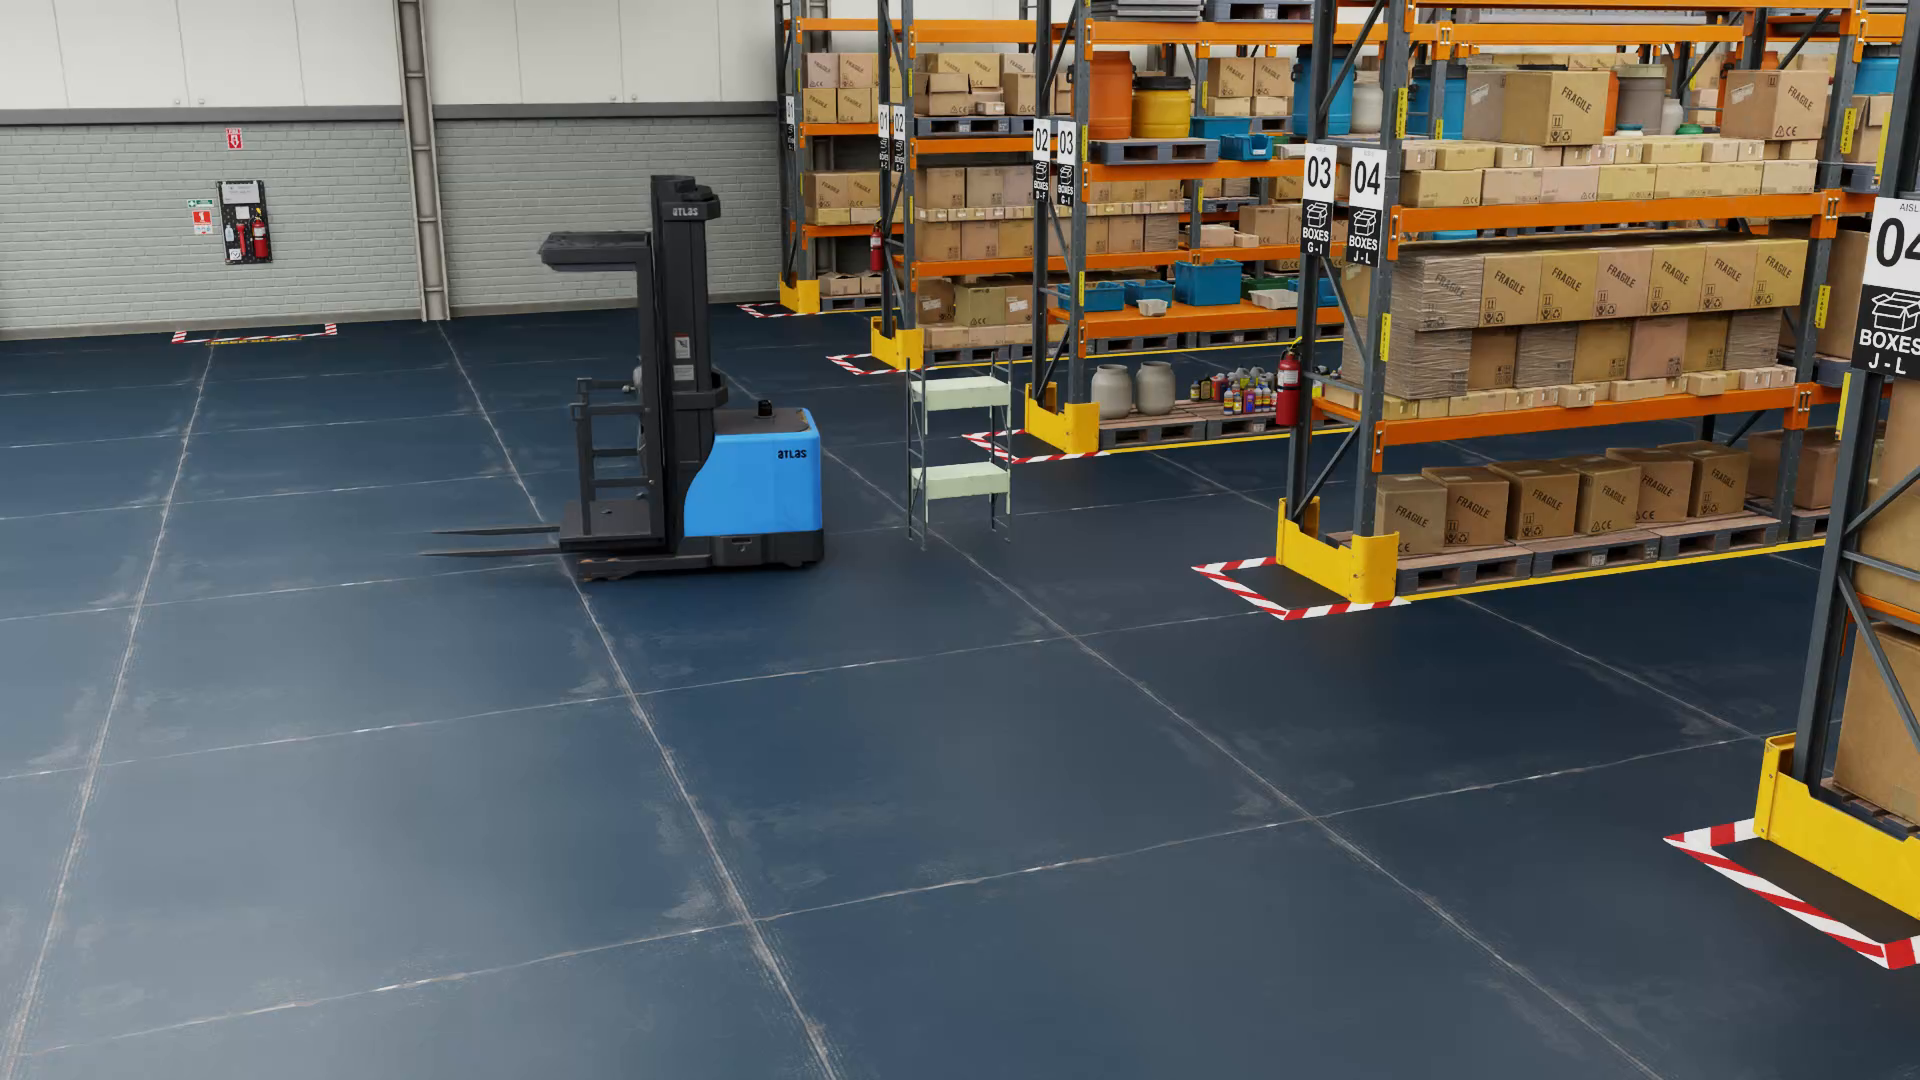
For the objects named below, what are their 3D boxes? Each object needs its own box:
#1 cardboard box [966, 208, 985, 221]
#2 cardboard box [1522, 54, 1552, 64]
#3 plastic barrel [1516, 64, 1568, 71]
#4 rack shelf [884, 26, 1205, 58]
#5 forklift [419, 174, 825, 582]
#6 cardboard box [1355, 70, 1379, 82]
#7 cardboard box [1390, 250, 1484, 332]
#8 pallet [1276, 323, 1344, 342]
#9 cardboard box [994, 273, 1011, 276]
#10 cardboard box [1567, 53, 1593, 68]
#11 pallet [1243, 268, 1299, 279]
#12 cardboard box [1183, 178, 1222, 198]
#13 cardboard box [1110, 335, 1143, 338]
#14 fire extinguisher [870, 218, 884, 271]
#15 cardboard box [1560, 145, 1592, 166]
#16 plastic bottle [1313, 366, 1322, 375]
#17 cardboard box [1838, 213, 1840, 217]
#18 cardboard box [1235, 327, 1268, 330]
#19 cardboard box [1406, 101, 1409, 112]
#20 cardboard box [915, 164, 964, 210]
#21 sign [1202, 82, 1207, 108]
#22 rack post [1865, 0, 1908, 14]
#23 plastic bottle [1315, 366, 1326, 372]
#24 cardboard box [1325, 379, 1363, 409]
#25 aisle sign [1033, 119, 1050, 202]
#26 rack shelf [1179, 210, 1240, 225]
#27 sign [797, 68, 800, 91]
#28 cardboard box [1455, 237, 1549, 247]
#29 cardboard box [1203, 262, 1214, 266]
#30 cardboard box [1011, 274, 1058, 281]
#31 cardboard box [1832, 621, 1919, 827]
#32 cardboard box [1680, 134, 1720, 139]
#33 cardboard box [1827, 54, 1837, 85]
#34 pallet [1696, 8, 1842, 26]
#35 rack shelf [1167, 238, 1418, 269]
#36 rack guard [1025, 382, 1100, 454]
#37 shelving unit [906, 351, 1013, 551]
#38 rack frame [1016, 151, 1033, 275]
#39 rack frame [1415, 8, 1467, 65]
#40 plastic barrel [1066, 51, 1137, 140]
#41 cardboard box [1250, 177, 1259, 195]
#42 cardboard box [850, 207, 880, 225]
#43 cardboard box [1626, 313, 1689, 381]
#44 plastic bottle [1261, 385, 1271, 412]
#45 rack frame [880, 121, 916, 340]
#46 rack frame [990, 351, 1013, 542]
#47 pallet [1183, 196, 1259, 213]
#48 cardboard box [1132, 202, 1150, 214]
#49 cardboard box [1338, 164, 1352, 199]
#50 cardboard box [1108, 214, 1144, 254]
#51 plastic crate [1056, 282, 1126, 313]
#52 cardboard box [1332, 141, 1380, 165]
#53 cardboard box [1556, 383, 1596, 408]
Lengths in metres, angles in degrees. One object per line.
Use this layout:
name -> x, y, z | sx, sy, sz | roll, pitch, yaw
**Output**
cardboard box -> 0.133, -4.135, 21.027 | 0.250, 0.149, 0.380 | -6, 17, -20
cardboard box -> 8.043, -6.659, 23.676 | 0.500, 0.500, 0.500 | -6, 17, -20
plastic barrel -> 6.333, -4.760, 18.272 | 0.708, 0.901, 0.600 | -6, 17, -20
rack shelf -> 1.078, -6.284, 21.012 | 4.000, 0.370, 1.077 | -6, 17, -20
forklift -> -2.616, -1.253, 12.663 | 3.031, 2.935, 1.130 | -3, 17, -10
cardboard box -> 6.791, -7.785, 28.504 | 0.500, 0.500, 0.700 | -6, 17, -20
cardboard box -> 3.363, -1.788, 11.884 | 0.500, 0.500, 0.500 | -6, 17, -20
pallet -> 4.761, -3.015, 23.490 | 1.213, 0.211, 1.003 | -6, 17, -20
cardboard box -> 0.681, -4.237, 26.950 | 0.250, 0.166, 0.380 | -9, 18, -27
cardboard box -> 10.834, -8.385, 29.518 | 0.500, 0.500, 0.500 | -7, 18, -23
pallet -> 5.668, -4.572, 28.793 | 1.213, 0.211, 1.003 | -6, 17, -20
cardboard box -> 3.957, -5.996, 27.734 | 0.500, 0.500, 0.700 | -8, 18, -25
cardboard box -> 2.120, -2.874, 22.197 | 0.500, 0.250, 0.500 | -6, 17, -20
fire extinguisher -> -1.066, -3.814, 21.399 | 0.183, 0.674, 0.296 | -6, 17, -20
cardboard box -> 4.318, -2.782, 11.982 | 0.250, 0.149, 0.380 | -7, 18, -23
plastic bottle -> 3.864, -1.770, 18.224 | 0.185, 0.351, 0.144 | -6, 17, -20
cardboard box -> 13.347, -5.232, 25.913 | 0.500, 0.500, 0.500 | -6, 17, -20
cardboard box -> 3.889, -3.053, 22.805 | 0.500, 0.250, 0.500 | -6, 17, -19
cardboard box -> 6.277, -6.055, 23.093 | 0.500, 0.250, 0.500 | -8, 18, -24
cardboard box -> -0.300, -4.460, 20.983 | 0.500, 0.500, 0.700 | -6, 17, -20
sign -> 3.146, -5.723, 21.383 | 0.005, 0.325, 0.100 | -6, 17, -20
rack post -> 10.340, -6.048, 19.110 | 0.954, 0.300, 0.937 | -4, 17, -14
plastic bottle -> 3.968, -1.788, 18.417 | 0.135, 0.276, 0.152 | -5, 17, -18
cardboard box -> 2.944, -1.096, 12.454 | 0.250, 0.149, 0.380 | -6, 17, -20
aisle sign -> 0.806, -3.755, 16.449 | 0.004, 0.787, 0.394 | -6, 17, -20
rack shelf -> 3.037, -5.303, 27.611 | 4.000, 0.370, 1.077 | -6, 17, -20
sign -> -2.371, -6.760, 24.418 | 0.005, 0.325, 0.100 | -6, 17, -20
cardboard box -> 4.109, -2.027, 12.696 | 0.500, 0.500, 0.500 | -6, 17, -20
cardboard box -> 4.251, -4.776, 28.193 | 0.500, 0.500, 0.700 | -6, 17, -19
cardboard box -> 1.001, -3.270, 22.213 | 0.500, 0.500, 0.500 | -6, 17, -20
cardboard box -> 5.042, 0.913, 8.190 | 0.875, 0.875, 0.875 | -6, 17, -20
cardboard box -> 5.849, -3.099, 13.064 | 0.250, 0.149, 0.380 | -7, 18, -23
cardboard box -> 13.180, -7.237, 25.642 | 0.500, 0.500, 0.700 | -6, 17, -20
pallet -> 9.134, -5.904, 18.778 | 1.003, 0.211, 1.213 | -6, 17, -20
rack shelf -> 4.813, -4.000, 23.174 | 4.000, 0.370, 1.077 | -6, 17, -20
rack guard -> 1.033, -1.258, 16.994 | 0.348, 0.500, 1.175 | -6, 17, -20
shelving unit -> -0.006, -0.719, 13.385 | 0.755, 1.500, 0.431 | -6, 17, -20
rack frame -> 1.170, -5.447, 26.823 | 0.127, 3.000, 1.000 | -6, 17, -20
rack frame -> 6.681, -7.426, 22.914 | 0.127, 3.000, 1.000 | -6, 17, -20
plastic barrel -> 1.388, -4.366, 16.312 | 0.708, 0.830, 0.600 | -6, 17, -20
cardboard box -> 5.251, -6.168, 28.536 | 0.500, 0.500, 0.500 | -6, 17, -20
cardboard box -> -1.517, -5.003, 25.542 | 0.500, 0.250, 0.500 | -7, 18, -22
cardboard box -> 5.134, -1.581, 12.952 | 0.500, 0.500, 0.875 | -6, 17, -20
plastic bottle -> 3.197, -1.485, 17.391 | 0.097, 0.271, 0.097 | 0, 16, 0
rack frame -> -0.790, -3.741, 21.013 | 0.127, 3.000, 1.000 | -6, 17, -20
rack frame -> 0.336, -0.756, 13.510 | 0.023, 1.500, 0.400 | -6, 17, -20
pallet -> 4.277, -5.658, 27.883 | 1.003, 0.211, 1.213 | -6, 17, -20
cardboard box -> 2.293, -4.368, 21.820 | 0.250, 0.149, 0.380 | -7, 18, -22
cardboard box -> 3.111, -2.617, 12.128 | 0.500, 0.250, 0.500 | -6, 17, -19
cardboard box -> 2.043, -4.091, 22.027 | 0.500, 0.500, 0.700 | -6, 18, -21
plastic crate -> 1.340, -2.495, 17.035 | 0.616, 0.251, 0.499 | -6, 17, -20
cardboard box -> 2.899, -2.803, 12.053 | 0.250, 0.149, 0.380 | -6, 17, -20
cardboard box -> 4.538, -1.105, 12.484 | 0.250, 0.149, 0.380 | -6, 17, -20
